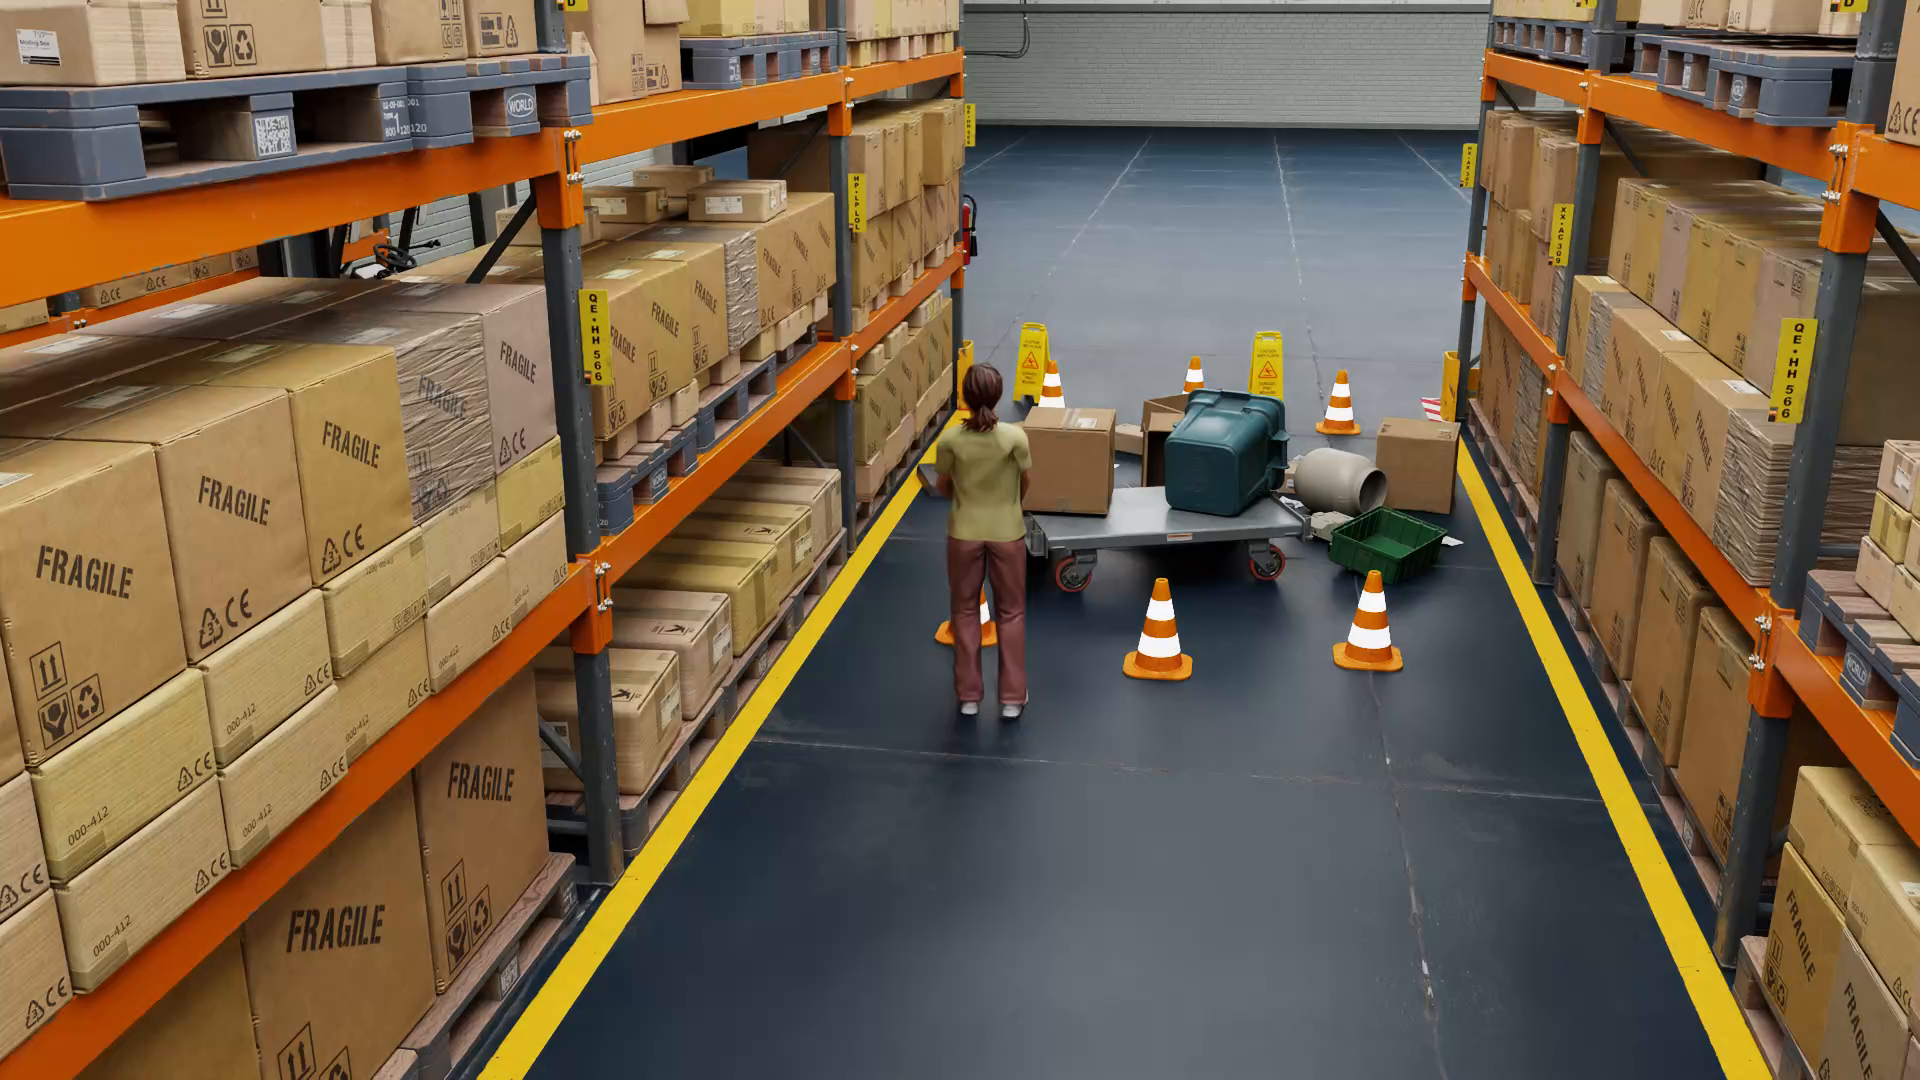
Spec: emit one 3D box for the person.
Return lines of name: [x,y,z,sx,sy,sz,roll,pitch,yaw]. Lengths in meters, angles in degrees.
person: [0.104,-0.013,7.599,0.438,1.673,0.543,0,18,1]
